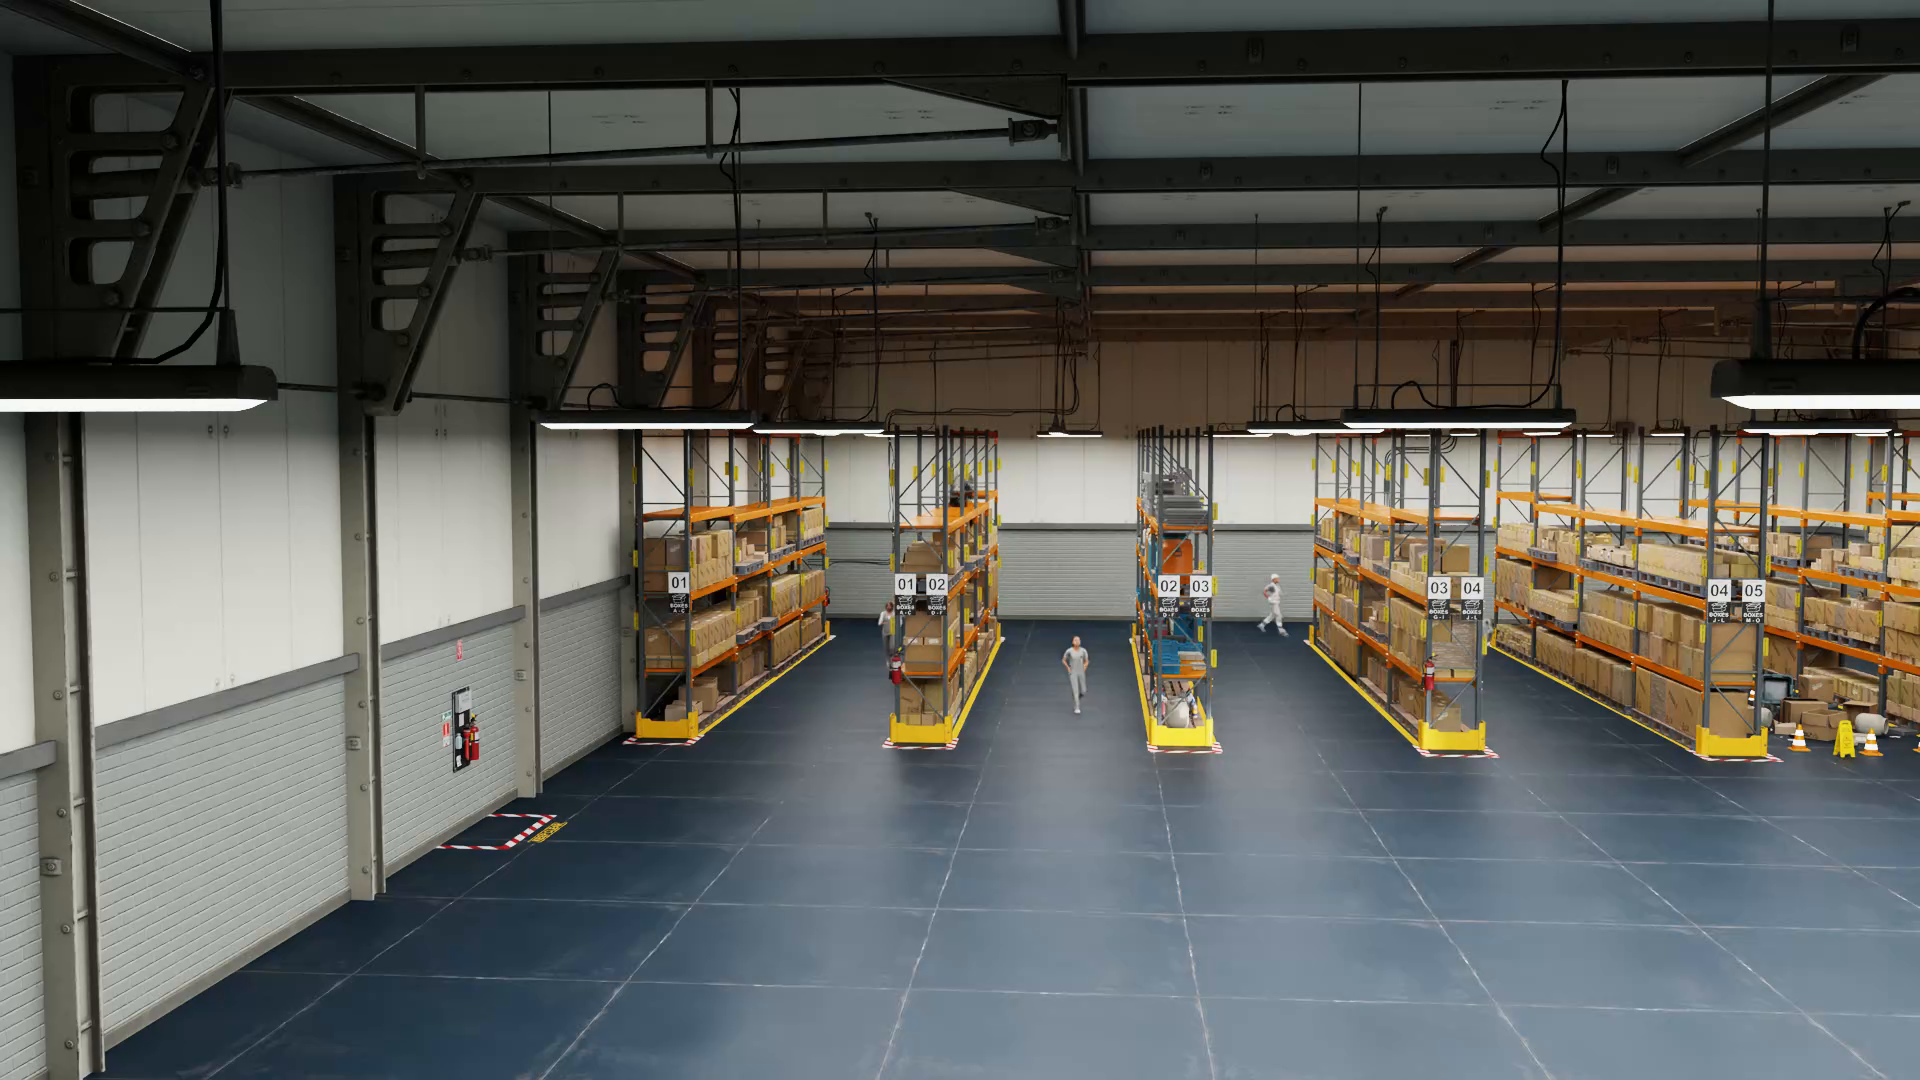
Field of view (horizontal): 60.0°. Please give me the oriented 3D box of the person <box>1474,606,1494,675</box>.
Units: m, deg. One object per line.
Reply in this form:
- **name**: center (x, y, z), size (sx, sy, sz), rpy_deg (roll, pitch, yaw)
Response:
- **person**: center (12.640, 2.458, 40.344), size (0.580, 1.715, 0.694), rpy_deg (0, 3, -5)

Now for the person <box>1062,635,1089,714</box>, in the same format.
- **person**: center (2.431, 2.808, 34.949), size (0.565, 1.621, 0.646), rpy_deg (0, 3, -8)

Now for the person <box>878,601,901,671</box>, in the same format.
- **person**: center (-1.668, 2.264, 39.207), size (0.520, 1.656, 0.673), rpy_deg (0, 3, 4)

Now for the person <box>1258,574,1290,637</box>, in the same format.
- **person**: center (9.180, 1.894, 48.592), size (0.979, 1.805, 0.651), rpy_deg (2, 4, 26)
